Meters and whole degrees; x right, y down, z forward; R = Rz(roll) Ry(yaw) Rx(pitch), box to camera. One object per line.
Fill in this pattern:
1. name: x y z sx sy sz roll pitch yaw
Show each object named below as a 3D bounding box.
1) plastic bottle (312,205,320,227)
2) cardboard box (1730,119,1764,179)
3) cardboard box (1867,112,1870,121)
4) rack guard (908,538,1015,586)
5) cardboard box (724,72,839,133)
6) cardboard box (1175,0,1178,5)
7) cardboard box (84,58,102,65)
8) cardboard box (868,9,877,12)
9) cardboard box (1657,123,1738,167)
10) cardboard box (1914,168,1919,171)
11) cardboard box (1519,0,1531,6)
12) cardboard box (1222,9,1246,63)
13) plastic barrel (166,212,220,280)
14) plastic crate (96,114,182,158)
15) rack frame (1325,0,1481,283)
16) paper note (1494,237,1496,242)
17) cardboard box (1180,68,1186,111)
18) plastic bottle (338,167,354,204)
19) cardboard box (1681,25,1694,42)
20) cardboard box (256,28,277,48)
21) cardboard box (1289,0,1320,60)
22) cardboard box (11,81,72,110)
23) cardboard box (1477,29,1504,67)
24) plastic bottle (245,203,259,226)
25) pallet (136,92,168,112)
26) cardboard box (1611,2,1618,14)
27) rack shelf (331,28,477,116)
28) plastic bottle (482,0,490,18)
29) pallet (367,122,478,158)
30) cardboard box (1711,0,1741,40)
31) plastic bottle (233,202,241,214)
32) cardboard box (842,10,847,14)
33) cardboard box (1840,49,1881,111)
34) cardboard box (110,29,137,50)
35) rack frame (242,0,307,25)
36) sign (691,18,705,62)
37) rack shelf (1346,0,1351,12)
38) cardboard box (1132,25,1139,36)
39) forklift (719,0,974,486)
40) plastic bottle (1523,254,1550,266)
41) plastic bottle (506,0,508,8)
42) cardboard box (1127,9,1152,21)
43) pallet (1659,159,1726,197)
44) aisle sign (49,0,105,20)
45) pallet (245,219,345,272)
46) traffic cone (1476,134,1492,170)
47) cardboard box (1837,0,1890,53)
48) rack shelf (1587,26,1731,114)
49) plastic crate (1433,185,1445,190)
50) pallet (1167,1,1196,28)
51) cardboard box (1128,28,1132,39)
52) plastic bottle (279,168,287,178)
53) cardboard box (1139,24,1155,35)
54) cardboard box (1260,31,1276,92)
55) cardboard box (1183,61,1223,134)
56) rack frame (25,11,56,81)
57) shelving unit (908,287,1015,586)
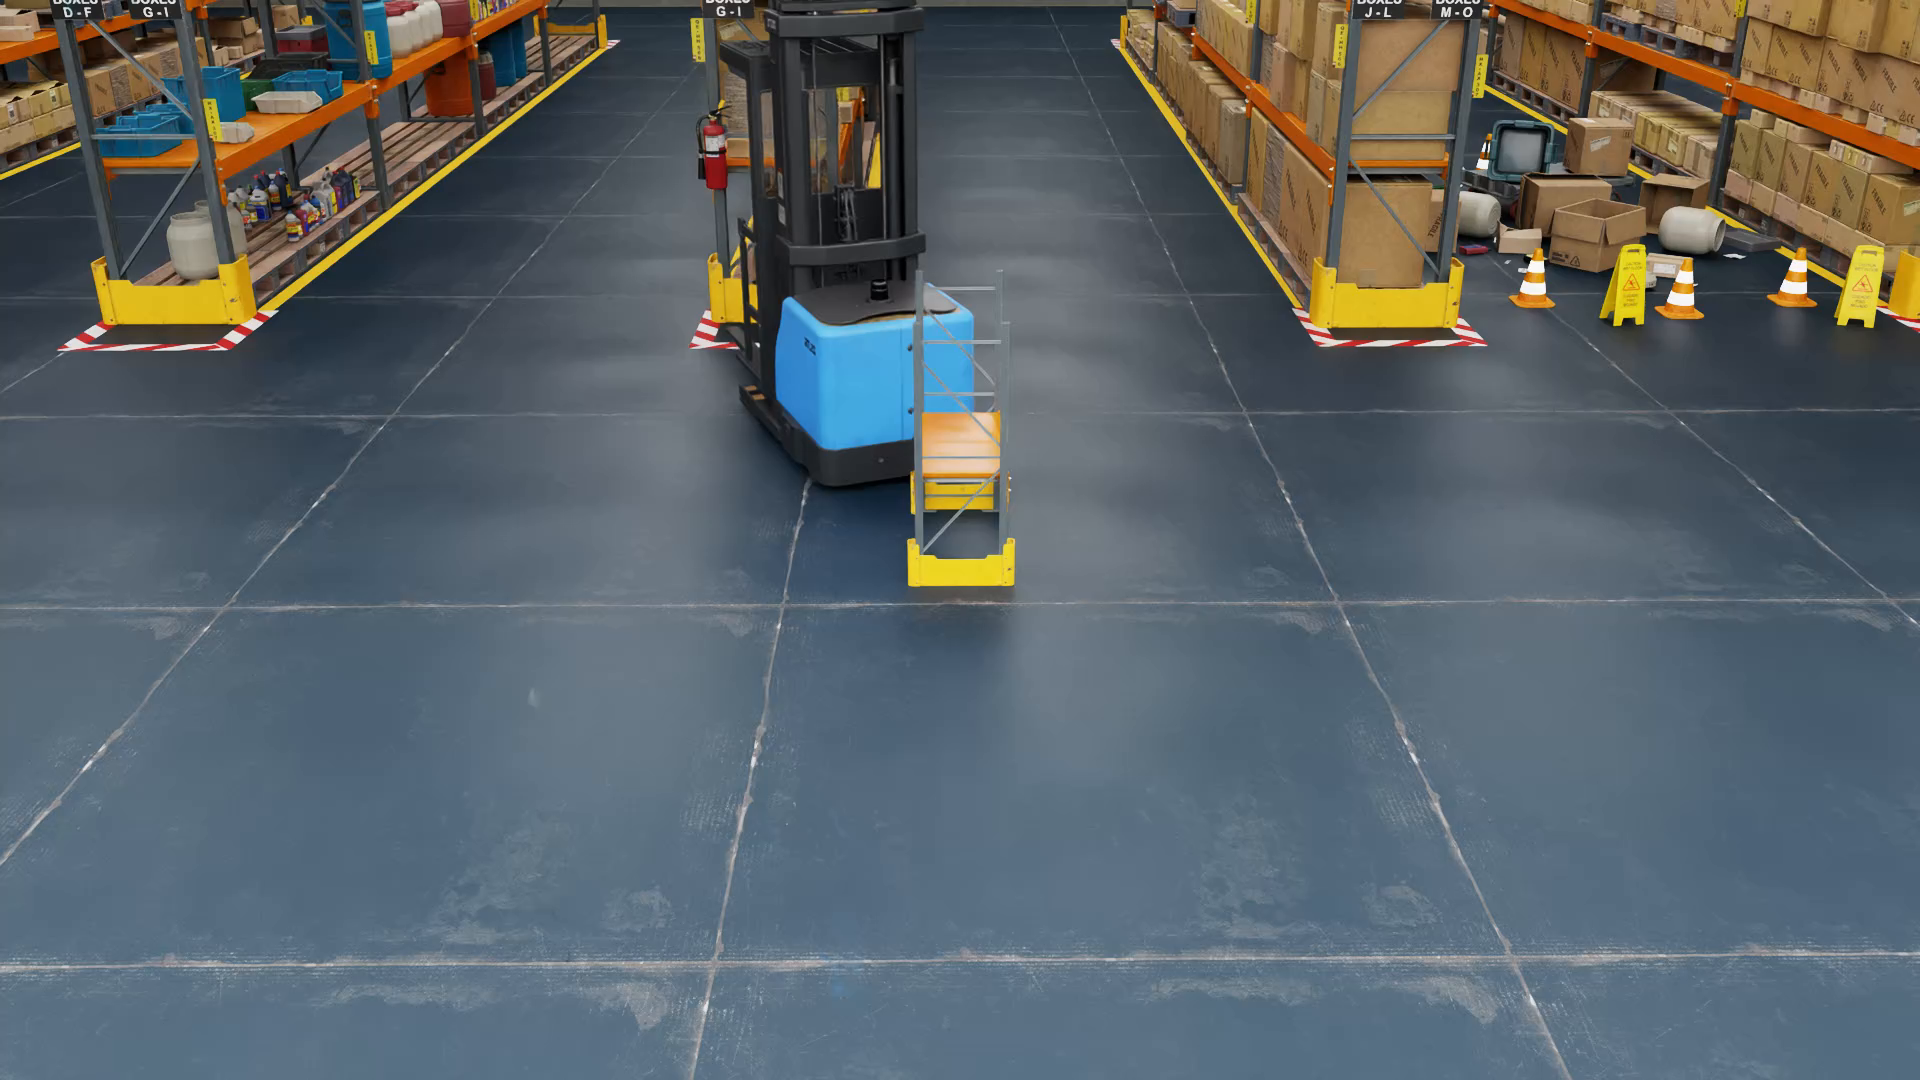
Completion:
1. plastic bottle: -6.140 -3.074 15.769 0.097 0.201 0.097 0 24 0
2. cardboard box: 8.129 -3.928 16.712 0.500 0.500 0.500 1 24 2
3. cardboard box: 8.228 -3.704 14.605 0.380 0.149 0.250 0 24 0
4. rack guard: 0.006 0.123 9.175 0.587 0.250 0.087 0 24 -1
5. cardboard box: -1.451 -3.607 13.603 0.875 0.500 0.500 0 24 -1
6. cardboard box: 2.935 -6.857 21.066 0.380 0.149 0.250 0 24 -1
7. cardboard box: -11.716 -6.112 22.123 0.500 0.500 0.500 -1 24 -2
8. cardboard box: -1.385 -5.640 17.343 1.000 1.000 1.000 0 24 0
9. cardboard box: 8.373 -4.398 18.514 0.950 0.372 0.625 1 24 3
10. cardboard box: 8.693 -3.083 14.843 0.500 0.500 0.500 -1 24 -3
11. cardboard box: 8.043 -7.513 22.904 0.500 0.250 0.500 0 24 -1
12. cardboard box: 3.160 -5.504 18.158 0.500 0.500 0.500 0 24 0
13. plastic barrel: -6.509 -2.506 14.159 0.421 0.512 0.421 0 24 0
14. plastic crate: -6.730 -3.314 13.618 0.499 0.251 0.616 0 24 -1
15. rack frame: 3.488 -3.180 13.141 1.000 3.000 0.127 0 24 -1
16. paper note: 5.289 -2.920 16.179 0.172 0.023 0.155 8 26 18
17. cardboard box: 3.132 -5.799 21.455 0.500 0.500 0.500 0 24 -1
18. plastic bottle: -6.174 -3.555 16.650 0.144 0.351 0.185 -1 24 -2
19. cardboard box: 8.081 -5.499 18.065 0.380 0.149 0.250 0 24 0
20. cardboard box: -11.321 -8.082 26.783 0.500 0.250 0.500 0 24 -1
21. cardboard box: 3.418 -4.569 14.719 0.875 0.550 0.500 0 24 -1
22. cardboard box: -11.214 -5.432 20.267 0.500 0.311 0.500 0 24 1
23. cardboard box: 8.406 -7.472 25.230 0.875 0.438 0.875 -1 24 -1
24. plastic bottle: -6.746 -3.105 15.837 0.097 0.201 0.097 0 24 0
25. pallet: -11.447 -5.991 22.741 1.003 0.211 1.213 0 24 -1
26. cardboard box: 8.167 -6.482 20.238 0.380 0.149 0.250 -2 24 -4
27. rack shelf: -6.491 -5.322 18.749 1.077 0.370 4.000 0 24 -1
28. plastic bottle: -6.158 -6.941 21.599 0.061 0.283 0.133 0 24 -1
29. pallet: -6.543 -4.883 20.291 1.003 0.211 1.213 0 24 -1
30. cardboard box: 8.158 -5.454 17.177 0.500 0.500 0.500 -1 24 -2
31. plastic bottle: -6.753 -2.999 15.504 0.061 0.283 0.133 0 24 -1
32. cardboard box: -1.205 -4.270 13.855 0.500 0.500 0.500 0 24 -1
33. cardboard box: 8.152 -4.060 14.604 0.500 0.500 0.500 0 24 -1
34. cardboard box: -11.737 -6.892 22.937 0.500 0.250 0.500 0 24 0
35. rack frame: -11.553 -9.749 27.666 1.000 3.000 0.127 0 24 -1
36. sign: -2.028 -3.877 12.893 0.100 0.325 0.005 0 24 -1
37. rack shelf: 3.466 -5.043 14.493 1.077 0.370 4.000 0 24 -1
38. cardboard box: 2.994 -8.264 26.971 0.380 0.149 0.250 0 24 1
39. forklift: -0.920 -2.248 11.163 1.130 2.935 3.031 -9 26 -20
40. plastic bottle: 5.329 -2.605 15.436 0.133 0.061 0.283 -9 26 -19
41. plastic bottle: -6.187 -7.313 22.521 0.097 0.201 0.097 0 24 0
42. cardboard box: 2.979 -8.719 27.616 0.380 0.149 0.250 -1 24 -3
43. pallet: 8.383 -3.942 18.210 1.003 0.211 1.213 0 24 -1
44. aisle sign: -6.722 -4.330 12.530 0.394 0.787 0.004 0 24 -1
45. pallet: -6.487 -2.774 15.627 1.003 0.211 1.213 0 24 -1
46. traffic cone: 5.976 -4.356 18.819 0.336 0.463 0.334 0 24 -1
47. cardboard box: 8.106 -4.508 14.382 0.700 0.500 0.500 -1 24 -1
48. rack shelf: 8.371 -5.388 18.897 1.077 0.370 4.000 0 24 -1
49. plastic crate: 4.756 -3.507 17.207 0.450 0.188 0.662 3 22 31
50. pallet: 3.286 -6.682 21.117 1.213 0.211 1.003 0 24 -1
51. cardboard box: 2.999 -8.448 27.739 0.380 0.149 0.250 0 24 1
52. plastic bottle: -6.904 -3.649 16.956 0.097 0.271 0.097 0 24 0
53. cardboard box: 3.005 -7.971 25.961 0.380 0.149 0.250 -1 24 -2
54. cardboard box: 3.460 -4.744 16.418 0.875 0.550 0.550 0 24 -1
55. cardboard box: 3.317 -5.391 20.251 1.050 0.750 0.750 -1 24 -1
56. rack frame: -11.469 -6.453 20.377 0.949 2.616 0.053 0 24 -1
57. shelving unit: 0.001 -0.652 9.371 0.587 1.500 1.083 0 24 -1
